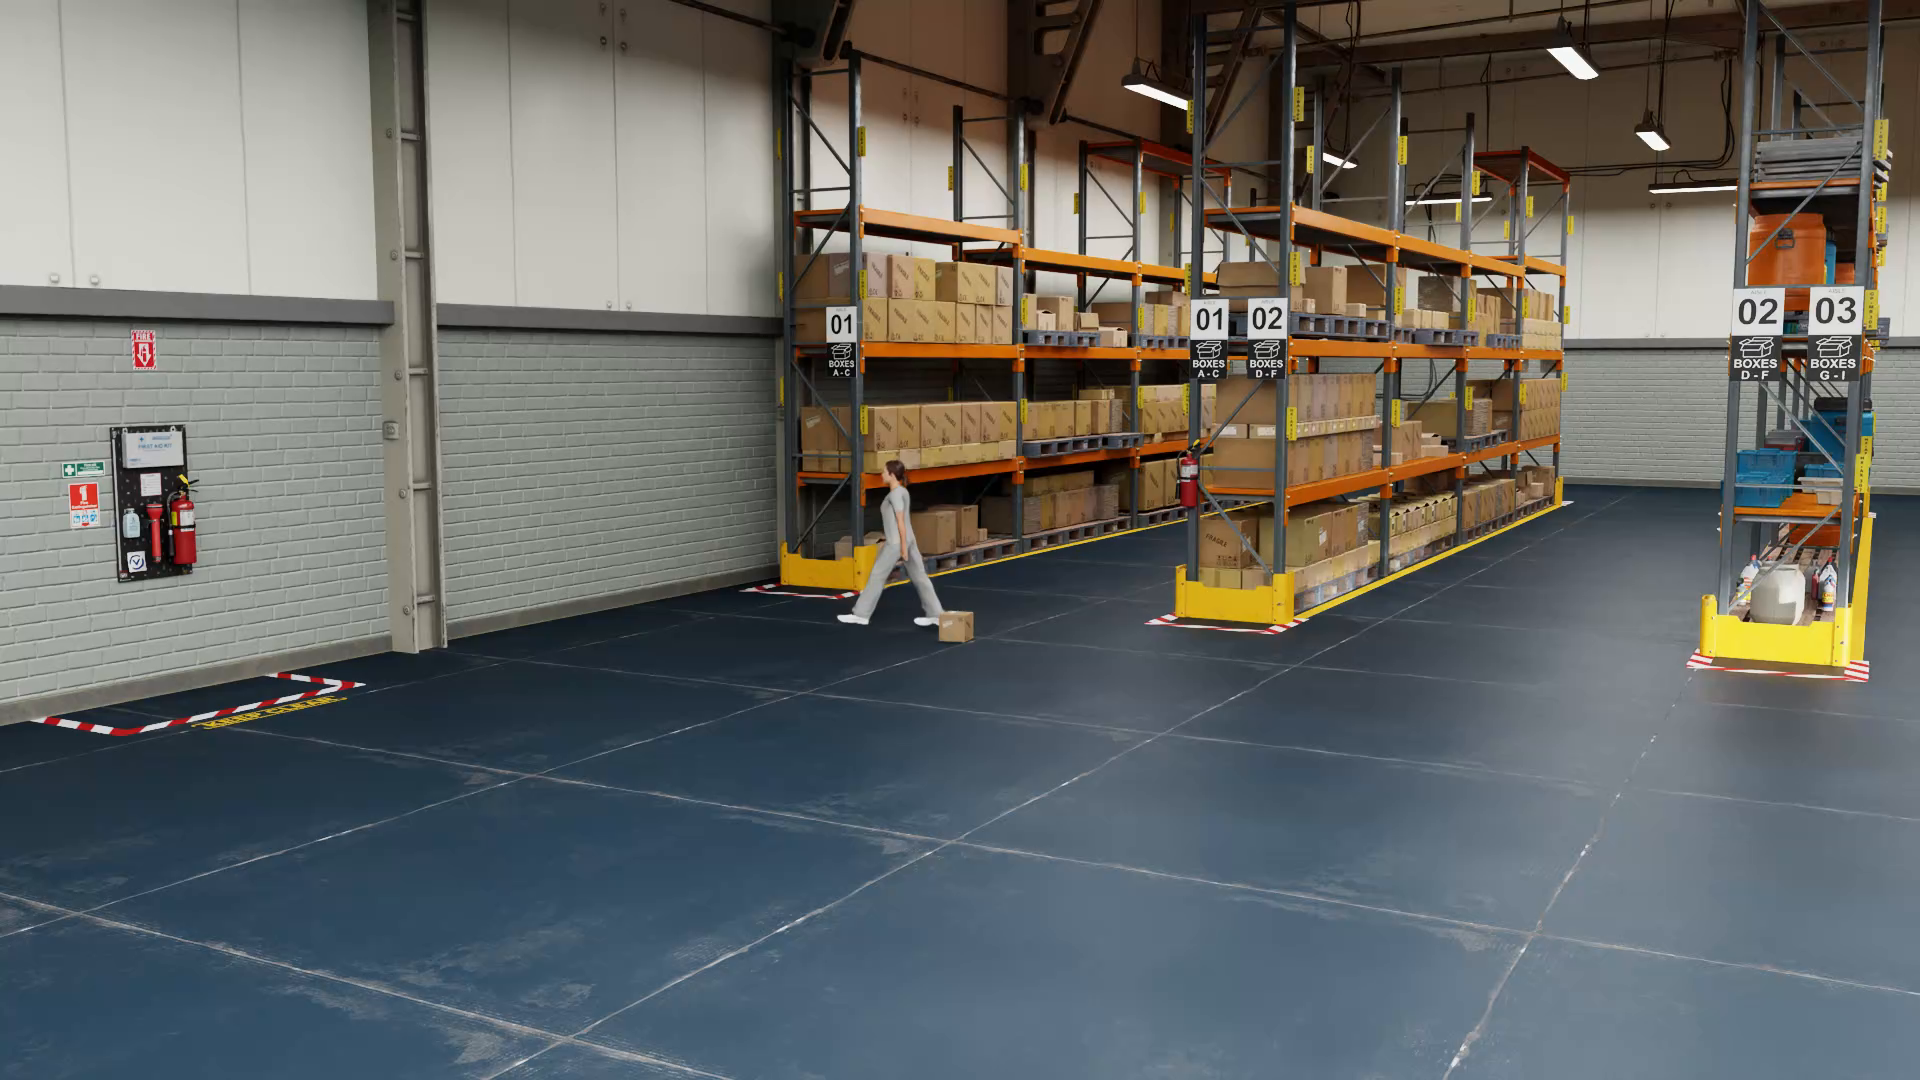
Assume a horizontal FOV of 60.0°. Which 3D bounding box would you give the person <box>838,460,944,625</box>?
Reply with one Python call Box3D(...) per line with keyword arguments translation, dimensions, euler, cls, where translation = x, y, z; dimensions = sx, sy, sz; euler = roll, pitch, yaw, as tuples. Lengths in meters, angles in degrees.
Box3D(translation=(-0.645, 0.022, 16.081), dimensions=(1.042, 1.594, 0.446), euler=(2, 6, 15), cls="person")
